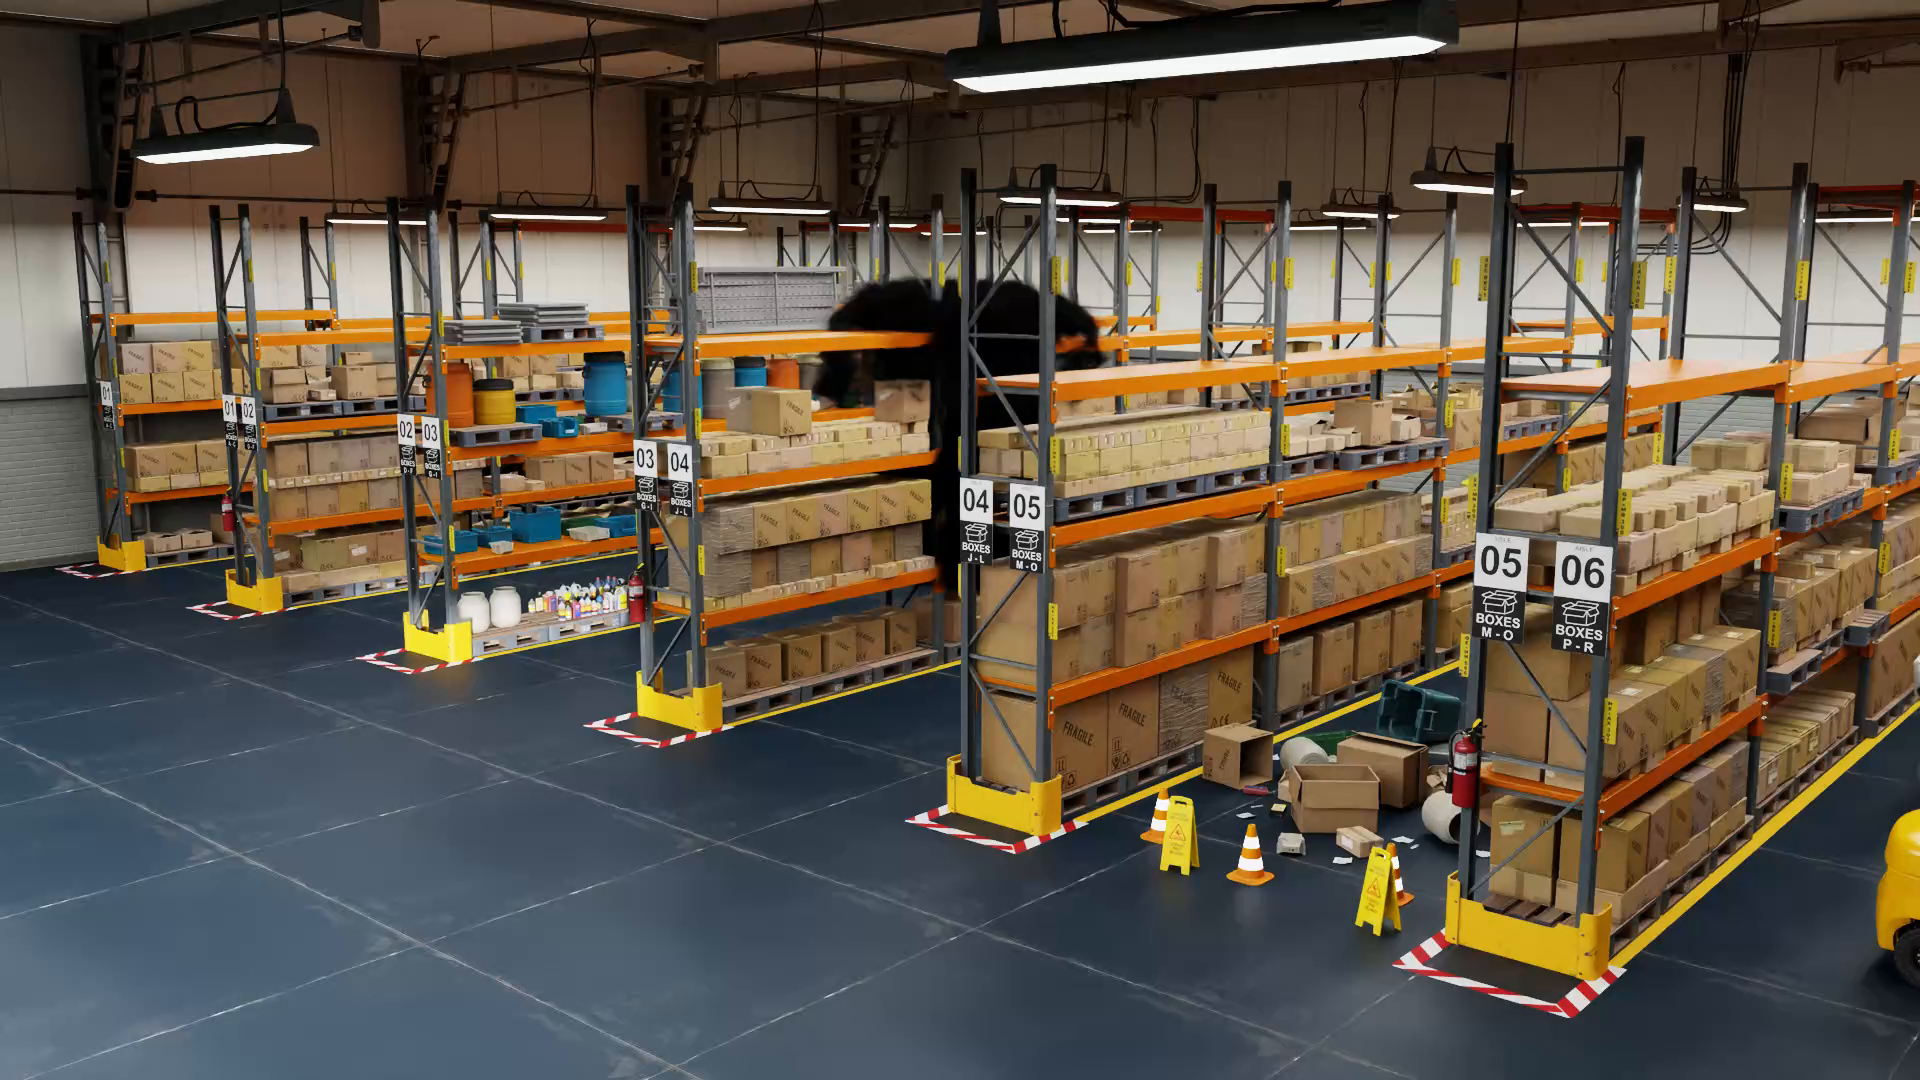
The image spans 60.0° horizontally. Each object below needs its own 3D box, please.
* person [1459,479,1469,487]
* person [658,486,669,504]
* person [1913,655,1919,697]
[{"bbox_3d":[8.170,-0.124,26.818,0.616,1.731,0.686,-9,13,-43],"label":"person"},{"bbox_3d":[-4.724,-0.421,27.178,0.514,1.631,0.569,-8,12,-40],"label":"person"},{"bbox_3d":[9.837,1.575,16.590,0.597,1.697,0.919,7,12,35],"label":"person"}]
